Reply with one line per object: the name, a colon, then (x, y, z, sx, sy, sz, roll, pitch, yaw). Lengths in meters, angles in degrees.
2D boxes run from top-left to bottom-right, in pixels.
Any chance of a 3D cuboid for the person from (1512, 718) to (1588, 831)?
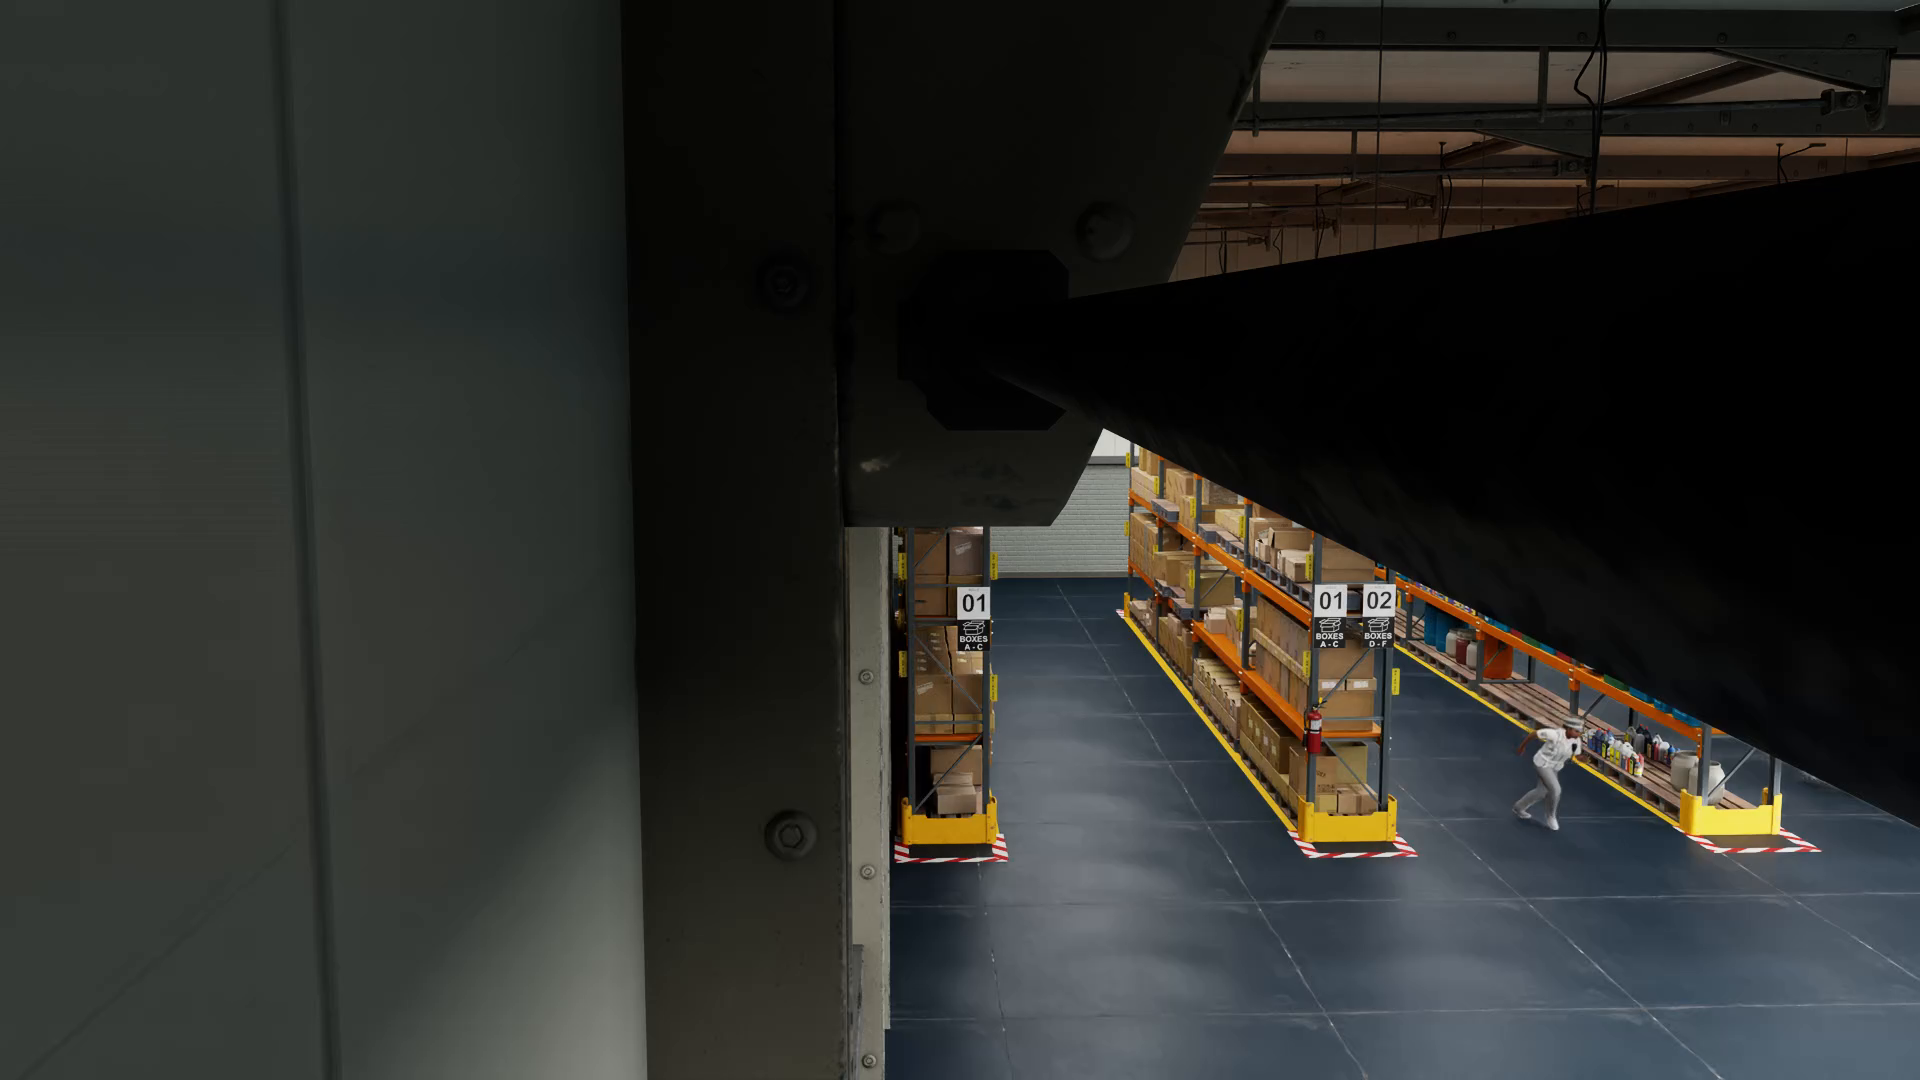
person: (7.487, 2.908, 21.044, 0.585, 1.461, 1.050, -3, 8, -25)
